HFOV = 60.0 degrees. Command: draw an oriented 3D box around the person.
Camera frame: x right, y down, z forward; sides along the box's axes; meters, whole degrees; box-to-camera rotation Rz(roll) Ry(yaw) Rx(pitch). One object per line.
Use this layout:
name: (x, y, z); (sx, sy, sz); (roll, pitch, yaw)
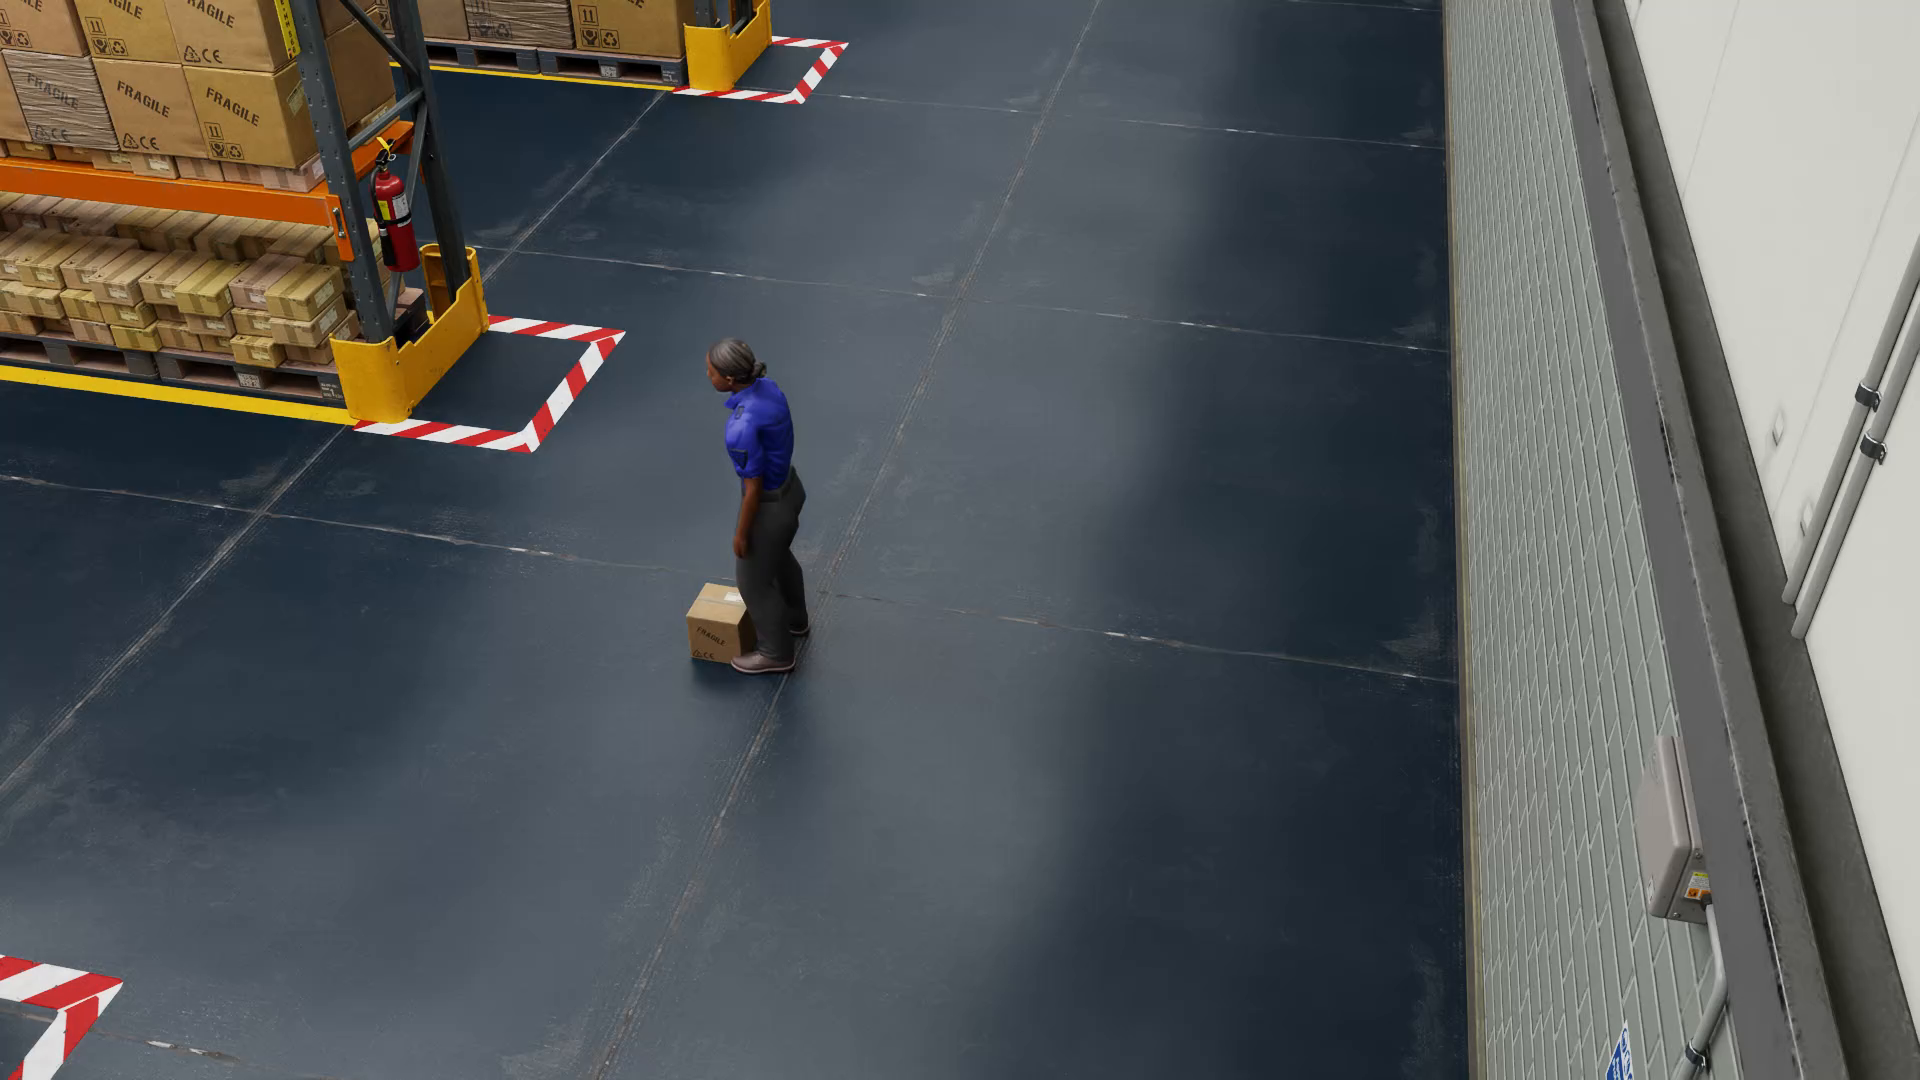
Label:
person: (-0.856, -0.152, 7.171); (0.351, 1.655, 0.522); (7, 37, 9)
